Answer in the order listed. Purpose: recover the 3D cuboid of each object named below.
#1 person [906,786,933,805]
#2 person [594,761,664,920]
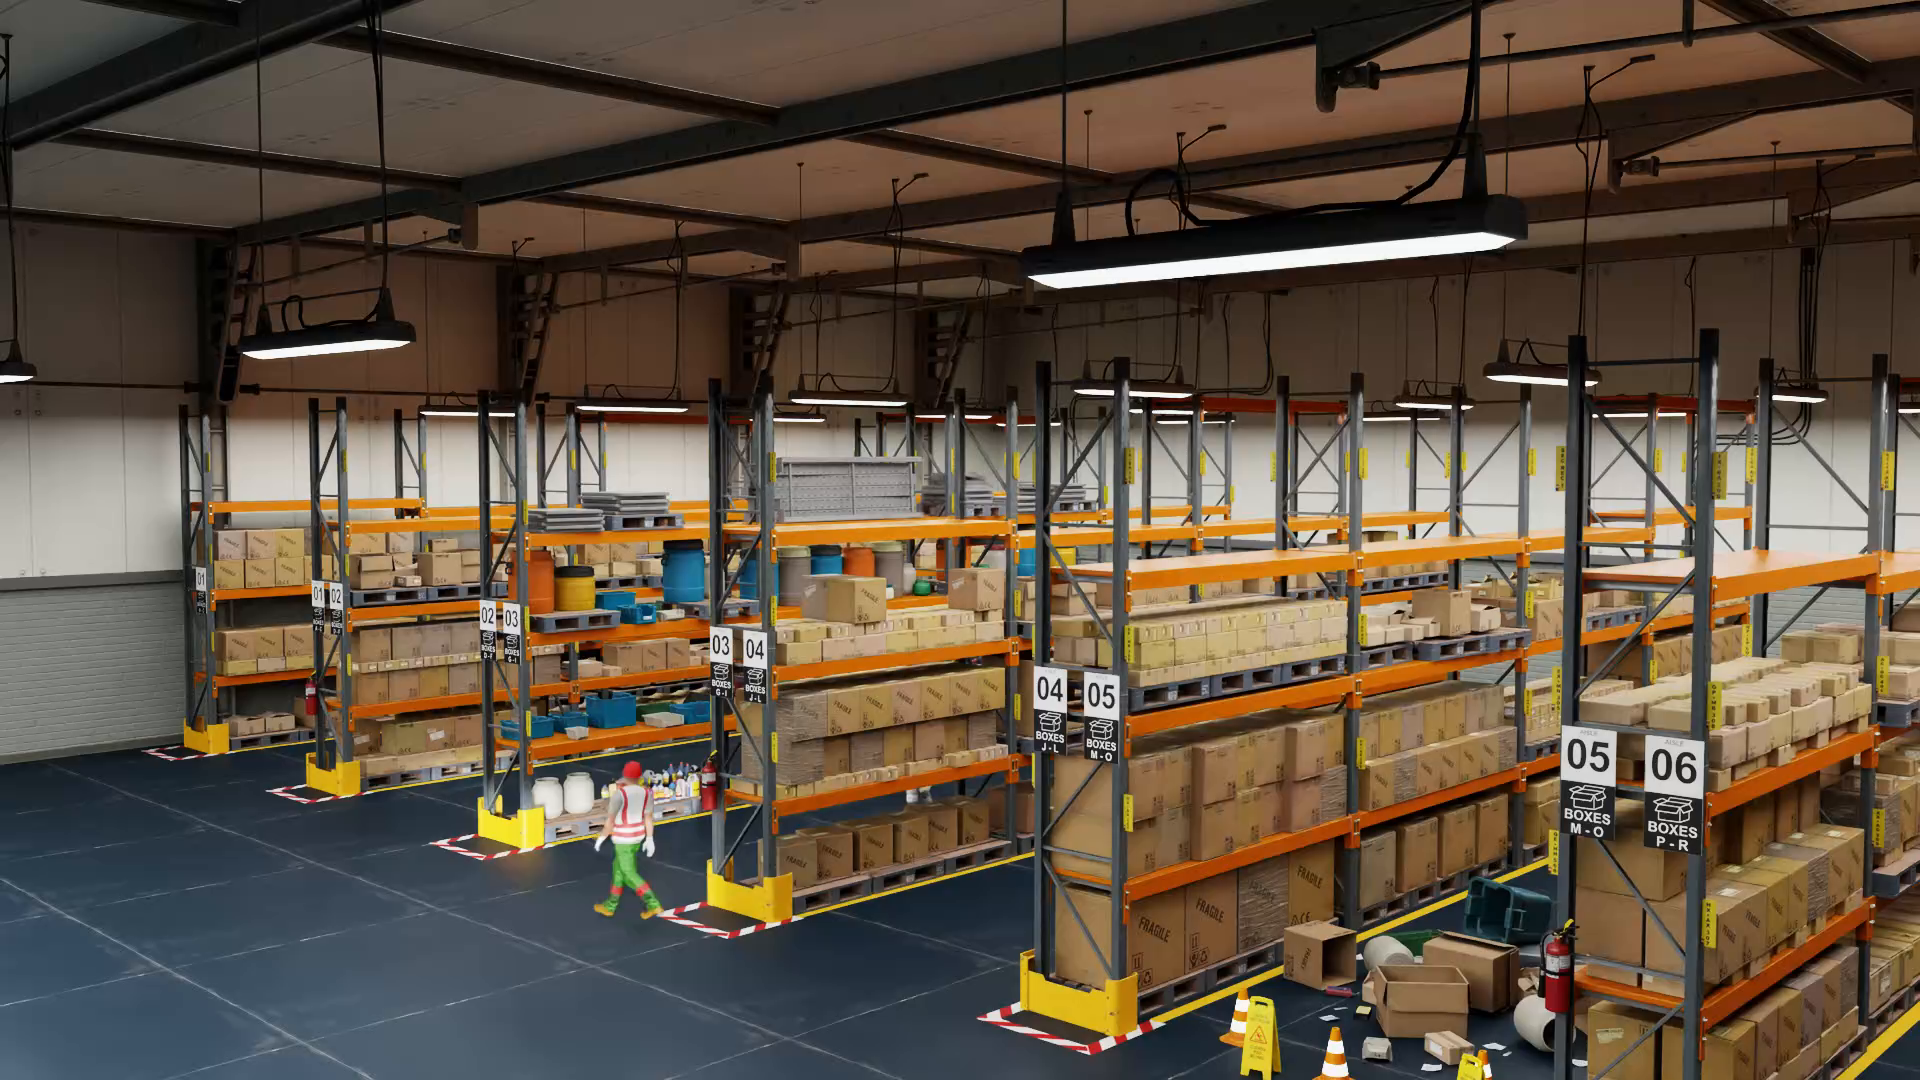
[{"bbox_3d":[-0.629,3.020,23.381,0.402,1.793,0.602,2,4,37],"label":"person"},{"bbox_3d":[-3.673,3.320,18.361,1.017,1.762,0.497,1,3,21],"label":"person"}]
